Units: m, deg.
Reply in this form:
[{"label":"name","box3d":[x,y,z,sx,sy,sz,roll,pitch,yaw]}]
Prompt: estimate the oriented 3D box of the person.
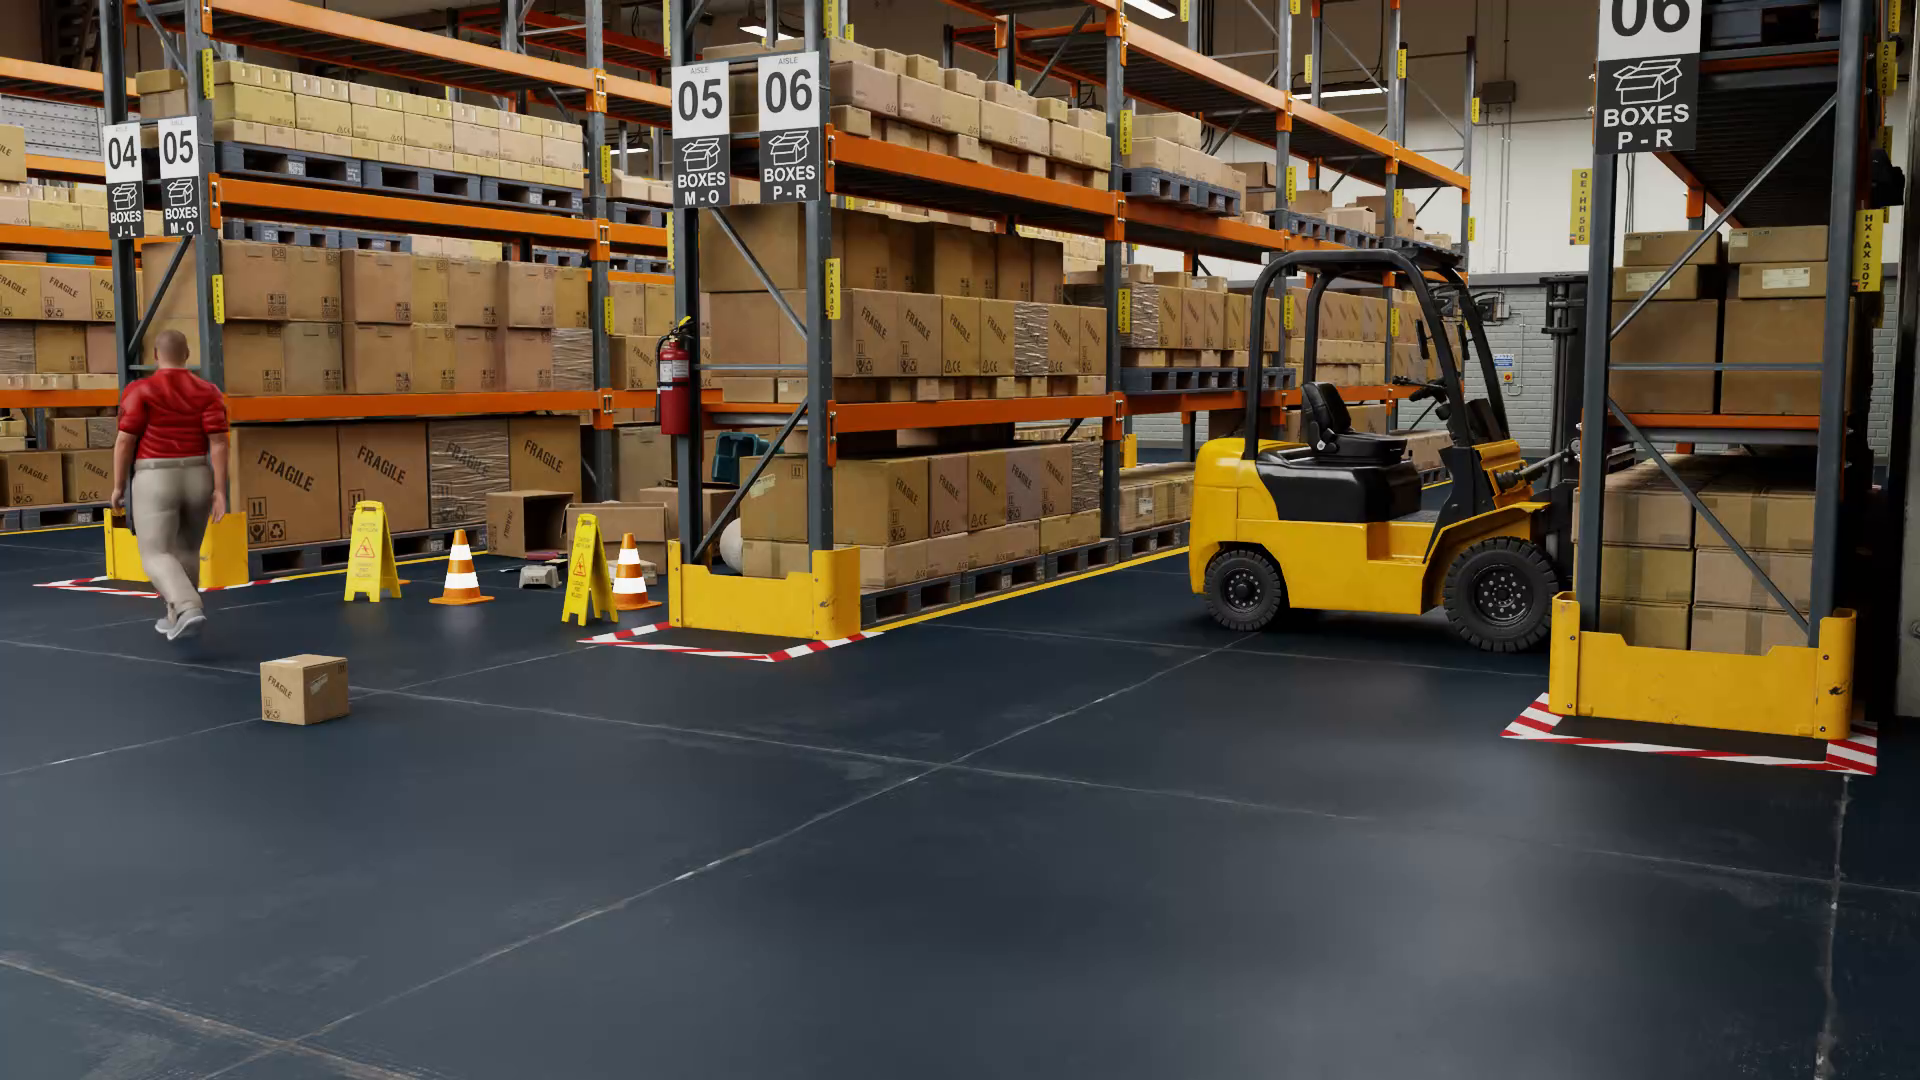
[{"label":"person","box3d":[-4.214,-0.280,8.887,0.978,1.680,0.533,5,8,42]}]
